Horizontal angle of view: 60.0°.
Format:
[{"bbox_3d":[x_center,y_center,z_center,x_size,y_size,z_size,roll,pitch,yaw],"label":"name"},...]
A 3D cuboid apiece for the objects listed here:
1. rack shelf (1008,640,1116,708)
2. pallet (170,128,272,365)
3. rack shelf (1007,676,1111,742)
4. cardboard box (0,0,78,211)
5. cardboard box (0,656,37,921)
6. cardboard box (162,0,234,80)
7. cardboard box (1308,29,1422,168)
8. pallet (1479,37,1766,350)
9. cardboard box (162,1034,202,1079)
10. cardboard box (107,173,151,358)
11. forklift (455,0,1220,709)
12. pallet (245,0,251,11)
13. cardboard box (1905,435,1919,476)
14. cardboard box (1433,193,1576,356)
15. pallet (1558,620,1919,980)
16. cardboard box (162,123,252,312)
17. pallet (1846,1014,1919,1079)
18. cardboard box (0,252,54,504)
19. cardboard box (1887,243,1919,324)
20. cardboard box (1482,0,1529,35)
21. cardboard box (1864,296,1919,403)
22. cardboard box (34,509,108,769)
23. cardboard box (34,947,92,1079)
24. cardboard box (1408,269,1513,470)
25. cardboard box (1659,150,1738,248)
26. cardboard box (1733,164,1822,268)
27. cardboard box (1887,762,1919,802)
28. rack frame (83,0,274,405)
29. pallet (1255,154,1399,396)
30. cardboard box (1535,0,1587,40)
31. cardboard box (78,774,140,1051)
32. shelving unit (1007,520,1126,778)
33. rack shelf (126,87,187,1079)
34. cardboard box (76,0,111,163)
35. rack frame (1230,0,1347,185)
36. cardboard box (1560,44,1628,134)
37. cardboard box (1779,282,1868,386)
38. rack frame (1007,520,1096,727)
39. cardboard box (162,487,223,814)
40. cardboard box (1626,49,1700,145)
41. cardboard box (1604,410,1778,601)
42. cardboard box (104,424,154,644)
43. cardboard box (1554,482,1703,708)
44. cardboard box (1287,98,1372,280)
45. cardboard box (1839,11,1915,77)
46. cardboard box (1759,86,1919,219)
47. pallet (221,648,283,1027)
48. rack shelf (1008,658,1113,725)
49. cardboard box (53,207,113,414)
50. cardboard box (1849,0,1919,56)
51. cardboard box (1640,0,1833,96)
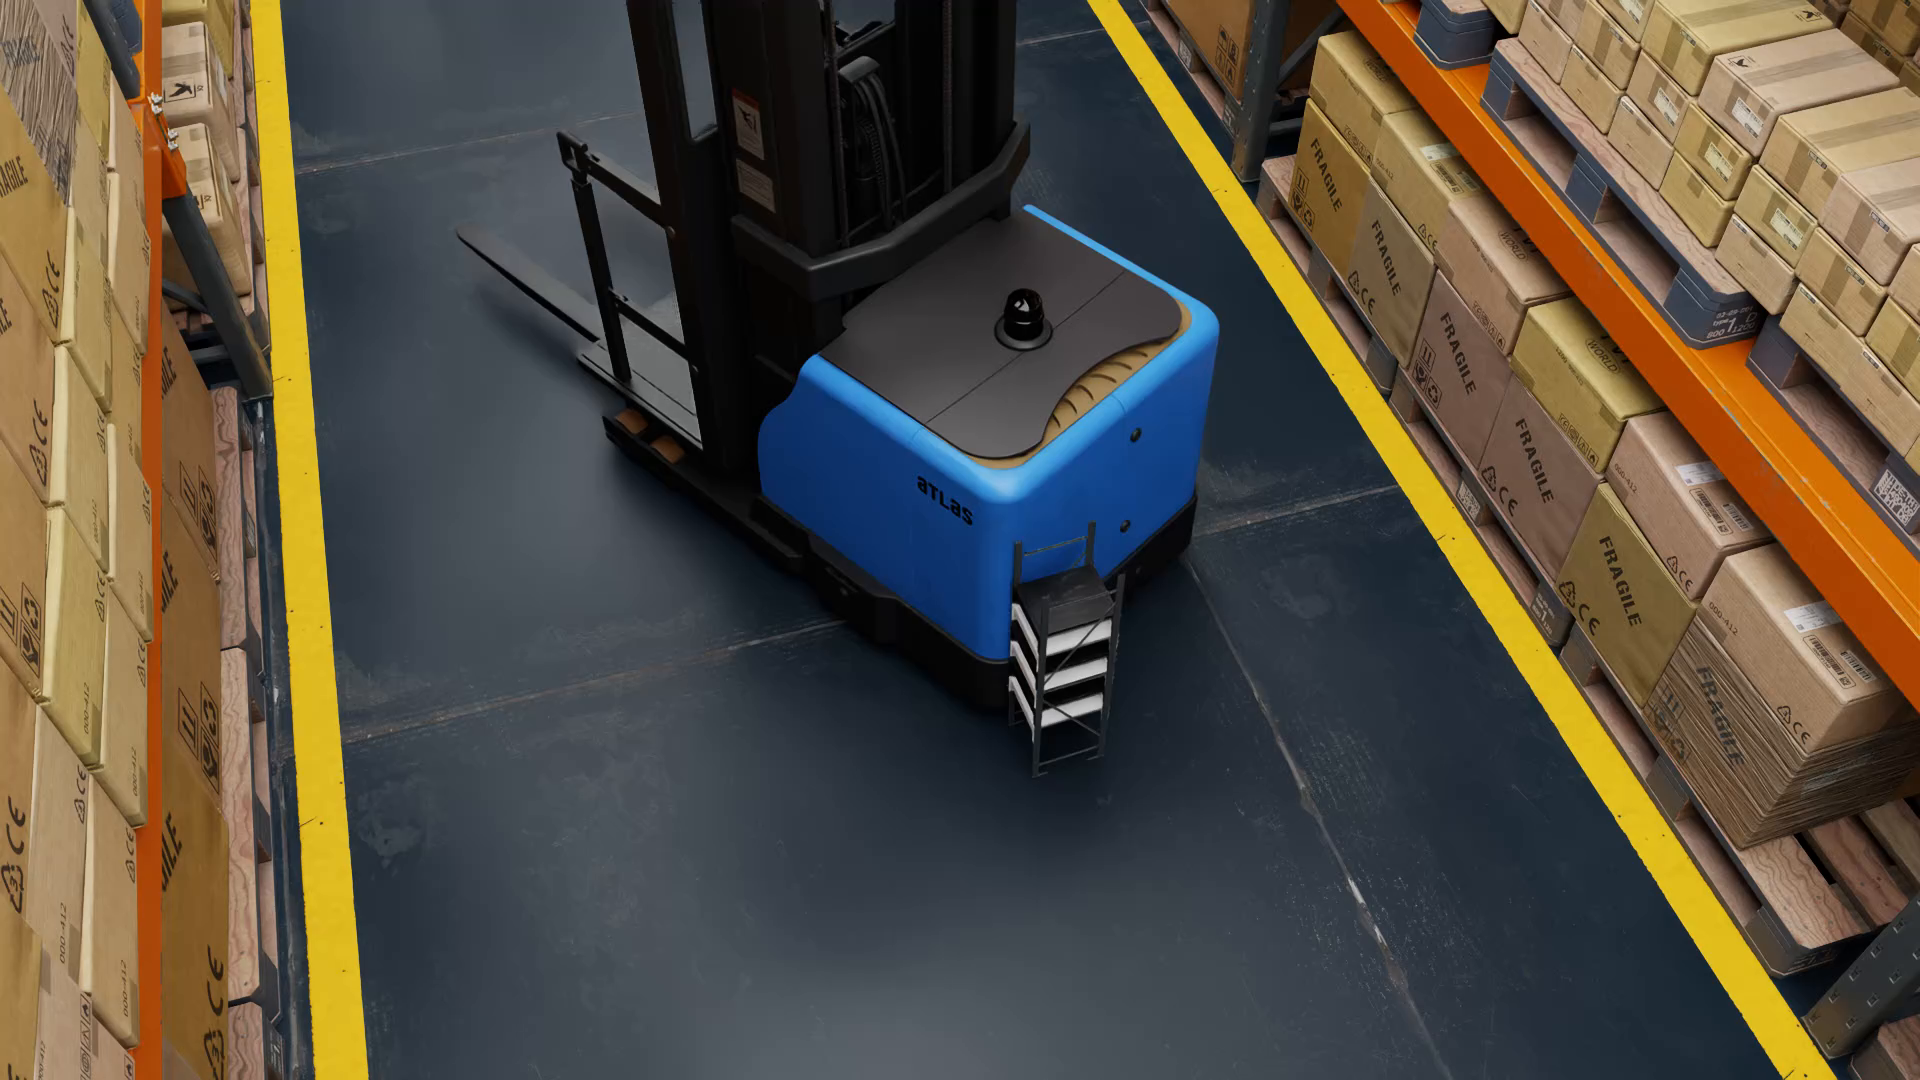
[{"bbox_3d":[0.299,0.361,4.900,0.258,0.077,0.200,-16,52,-13],"label":"rack shelf"},{"bbox_3d":[-3.281,-1.100,6.539,1.003,0.211,1.213,-13,51,-11],"label":"pallet"},{"bbox_3d":[0.299,0.477,5.038,0.258,0.077,0.200,-16,52,-13],"label":"rack shelf"},{"bbox_3d":[-2.489,-1.091,3.988,0.500,0.500,0.500,-13,51,-10],"label":"cardboard box"},{"bbox_3d":[-1.901,0.387,2.742,0.500,0.500,0.500,-14,51,-11],"label":"cardboard box"},{"bbox_3d":[-3.654,-2.223,7.107,0.950,0.372,0.625,-12,51,-10],"label":"cardboard box"},{"bbox_3d":[1.620,-1.634,6.035,0.500,0.250,0.500,-15,52,-13],"label":"cardboard box"},{"bbox_3d":[2.272,-1.122,4.860,1.003,0.211,1.213,-13,51,-11],"label":"pallet"},{"bbox_3d":[-2.128,1.608,3.547,0.875,0.875,0.875,-12,51,-10],"label":"cardboard box"},{"bbox_3d":[-2.488,-0.699,4.476,0.500,0.250,0.500,-12,51,-10],"label":"cardboard box"},{"bbox_3d":[-0.635,-1.416,5.027,3.031,2.935,1.130,35,58,26],"label":"forklift"},{"bbox_3d":[-4.003,-2.882,8.042,1.003,0.211,1.213,-13,51,-11],"label":"pallet"},{"bbox_3d":[2.446,-0.189,3.837,0.380,0.149,0.250,-13,51,-11],"label":"cardboard box"},{"bbox_3d":[1.904,-0.899,5.416,0.500,0.250,0.500,-13,51,-11],"label":"cardboard box"},{"bbox_3d":[2.598,0.631,5.080,1.003,0.211,1.213,-13,51,-11],"label":"pallet"},{"bbox_3d":[-3.209,-1.131,6.186,0.950,0.372,0.625,-16,52,-13],"label":"cardboard box"},{"bbox_3d":[3.063,1.682,4.194,1.003,0.211,1.213,-13,51,-11],"label":"pallet"},{"bbox_3d":[-2.206,-0.356,3.368,0.500,0.500,0.500,-14,51,-12],"label":"cardboard box"},{"bbox_3d":[2.370,-0.580,3.777,0.380,0.149,0.250,-15,51,-12],"label":"cardboard box"},{"bbox_3d":[1.827,-1.713,5.122,0.380,0.149,0.250,-11,51,-9],"label":"cardboard box"},{"bbox_3d":[2.374,-0.470,3.879,0.380,0.149,0.250,-11,51,-9],"label":"cardboard box"},{"bbox_3d":[-2.034,0.247,3.351,0.500,0.250,0.500,-13,51,-11],"label":"cardboard box"},{"bbox_3d":[-1.729,0.996,2.720,0.500,0.250,0.500,-15,51,-12],"label":"cardboard box"},{"bbox_3d":[1.921,-0.636,5.684,0.500,0.500,0.500,-14,51,-12],"label":"cardboard box"},{"bbox_3d":[2.135,-0.950,4.478,0.380,0.149,0.250,-11,51,-9],"label":"cardboard box"},{"bbox_3d":[2.213,-0.859,4.207,0.380,0.149,0.250,-16,52,-13],"label":"cardboard box"},{"bbox_3d":[2.865,0.371,4.835,0.500,0.500,0.500,-12,51,-10],"label":"cardboard box"},{"bbox_3d":[-3.052,-1.428,4.992,1.000,3.000,0.127,-13,51,-11],"label":"rack frame"},{"bbox_3d":[1.877,-1.151,6.582,1.003,0.211,1.213,-13,51,-11],"label":"pallet"},{"bbox_3d":[1.910,-1.615,4.844,0.380,0.149,0.250,-13,51,-11],"label":"cardboard box"},{"bbox_3d":[-1.901,0.783,3.226,0.500,0.250,0.500,-14,51,-12],"label":"cardboard box"},{"bbox_3d":[0.299,0.340,4.875,0.258,0.900,0.210,-16,52,-13],"label":"shelving unit"},{"bbox_3d":[-2.460,0.265,4.035,1.077,0.370,4.000,-13,51,-11],"label":"rack shelf"},{"bbox_3d":[-2.666,-1.244,4.608,0.500,0.250,0.500,-13,51,-11],"label":"cardboard box"},{"bbox_3d":[1.647,-2.621,5.998,1.000,3.000,0.127,-13,51,-11],"label":"rack frame"},{"bbox_3d":[1.981,-1.335,4.803,0.380,0.149,0.250,-13,51,-10],"label":"cardboard box"},{"bbox_3d":[2.301,-0.554,4.145,0.380,0.149,0.250,-16,52,-13],"label":"cardboard box"},{"bbox_3d":[0.264,0.267,4.936,0.240,0.900,0.006,-16,52,-13],"label":"rack frame"},{"bbox_3d":[-2.667,0.297,4.652,0.875,0.875,0.875,-13,51,-11],"label":"cardboard box"},{"bbox_3d":[2.064,-1.236,4.525,0.380,0.149,0.250,-12,51,-10],"label":"cardboard box"},{"bbox_3d":[2.229,-0.136,4.773,0.500,0.250,0.500,-11,51,-9],"label":"cardboard box"},{"bbox_3d":[-2.176,0.038,3.854,0.500,0.250,0.500,-14,51,-12],"label":"cardboard box"},{"bbox_3d":[2.219,0.113,5.053,0.500,0.500,0.500,-14,51,-12],"label":"cardboard box"},{"bbox_3d":[1.613,-1.376,6.309,0.500,0.500,0.500,-15,52,-13],"label":"cardboard box"},{"bbox_3d":[2.688,-1.383,4.649,0.380,0.149,0.250,-14,51,-12],"label":"cardboard box"},{"bbox_3d":[2.223,-0.952,4.091,0.380,0.149,0.250,-15,51,-12],"label":"cardboard box"},{"bbox_3d":[-2.533,0.953,4.808,1.003,0.211,1.213,-13,51,-11],"label":"pallet"},{"bbox_3d":[0.299,0.419,4.969,0.258,0.077,0.200,-16,52,-13],"label":"rack shelf"},{"bbox_3d":[-2.340,-0.501,3.982,0.500,0.250,0.500,-15,51,-12],"label":"cardboard box"},{"bbox_3d":[2.687,-1.477,4.534,0.380,0.149,0.250,-12,51,-10],"label":"cardboard box"},{"bbox_3d":[2.059,-1.343,4.421,0.380,0.149,0.250,-14,51,-11],"label":"cardboard box"}]
